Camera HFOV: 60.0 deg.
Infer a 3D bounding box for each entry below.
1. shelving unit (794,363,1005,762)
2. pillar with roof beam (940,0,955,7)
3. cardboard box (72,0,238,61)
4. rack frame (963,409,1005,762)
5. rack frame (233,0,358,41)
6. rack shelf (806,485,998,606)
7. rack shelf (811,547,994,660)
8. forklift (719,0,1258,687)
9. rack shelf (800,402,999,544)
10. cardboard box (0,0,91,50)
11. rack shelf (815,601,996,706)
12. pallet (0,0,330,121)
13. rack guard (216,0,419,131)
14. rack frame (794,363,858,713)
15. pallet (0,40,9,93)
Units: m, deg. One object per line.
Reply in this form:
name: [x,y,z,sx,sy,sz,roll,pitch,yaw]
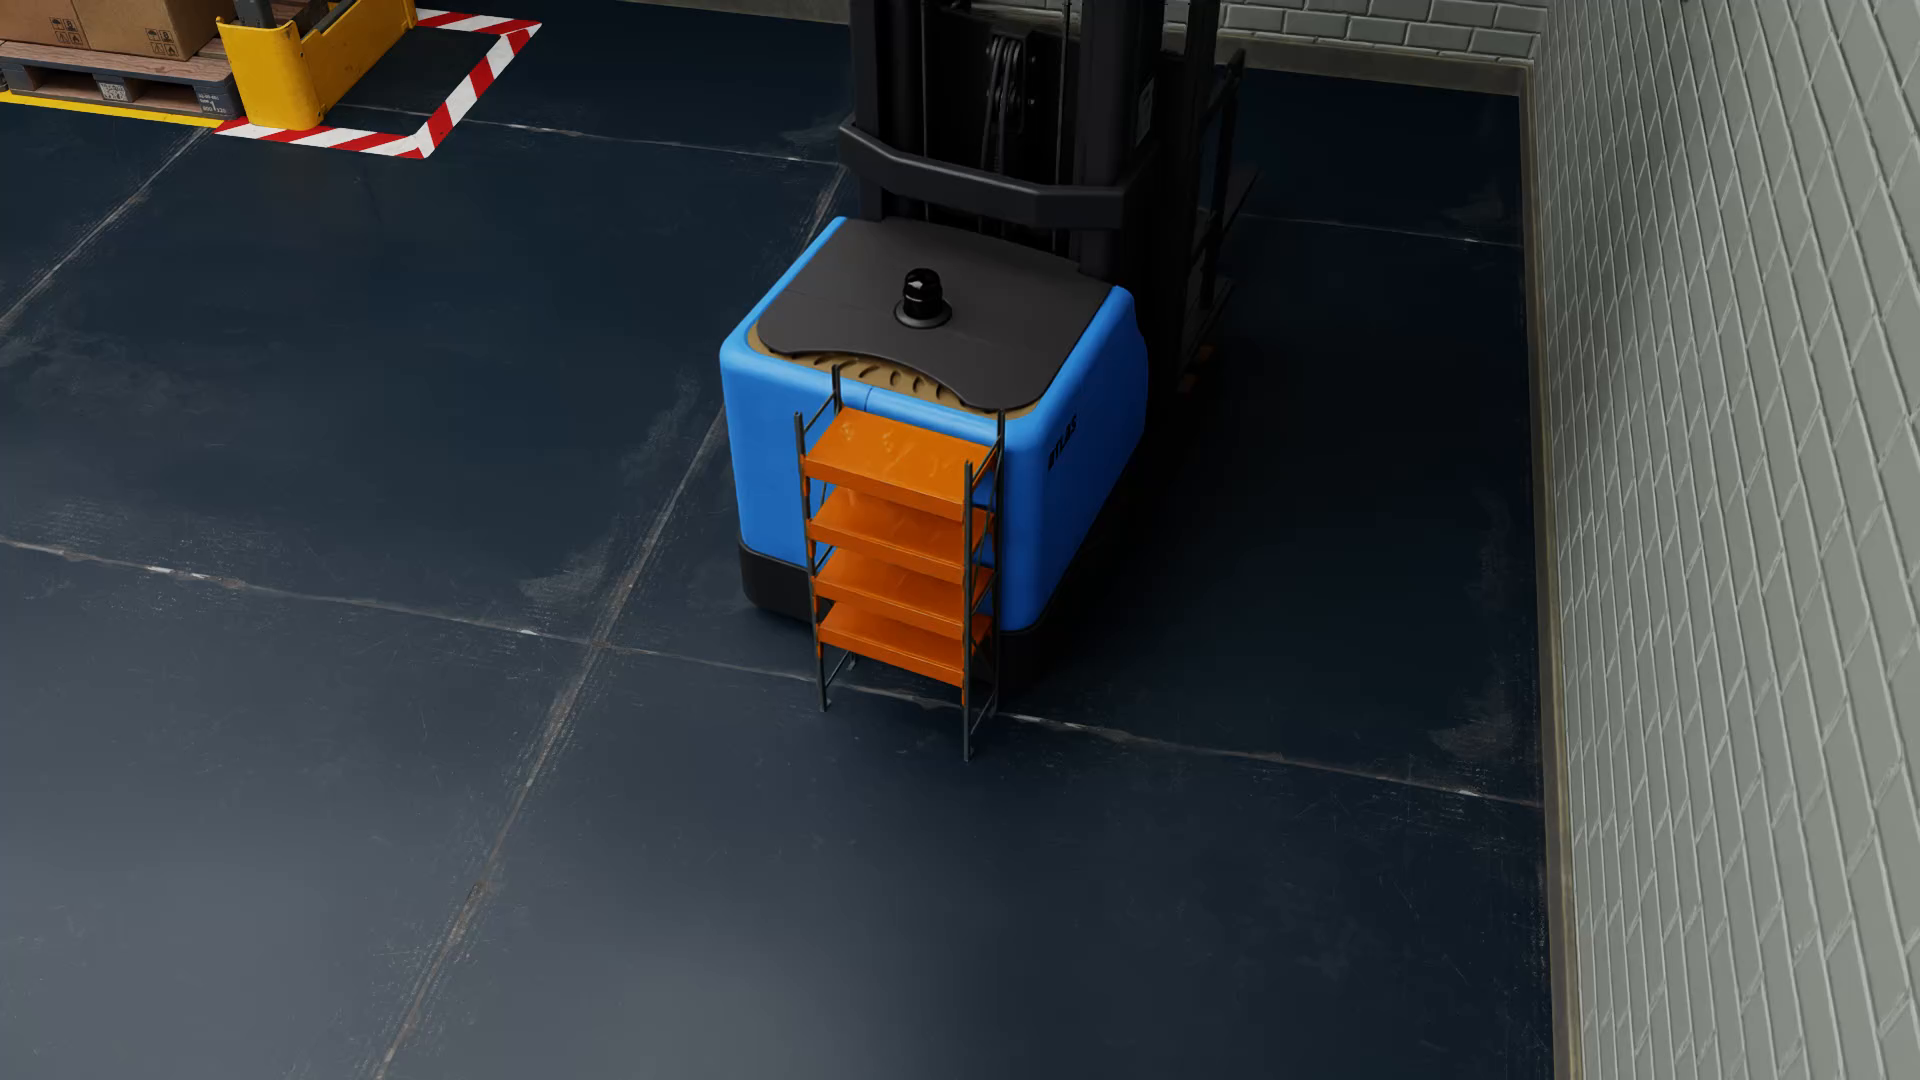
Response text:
shelving unit: [-0.158,0.097,4.784,0.503,1.200,0.258,17,46,17]
pillar with roof beam: [-1.192,-2.821,2.192,0.400,9.000,9.100,9,45,9]
cardboard box: [-3.781,-2.686,7.877,0.500,0.500,0.700,9,45,9]
rack frame: [0.065,0.164,4.714,0.015,1.200,0.240,17,46,17]
rack frame: [-3.076,-3.397,7.116,0.127,3.000,1.000,9,45,9]
rack shelf: [-0.158,-0.016,4.676,0.480,0.148,0.258,17,46,17]
rack shelf: [-0.158,0.145,4.831,0.480,0.148,0.258,17,46,17]
forklift: [0.346,-1.630,5.330,1.130,2.935,3.031,17,46,17]
rack shelf: [-0.158,-0.186,4.511,0.480,0.148,0.258,17,46,17]
cardboard box: [-4.269,-2.762,7.956,0.500,0.500,0.700,9,45,9]
rack shelf: [-0.158,0.289,4.968,0.480,0.148,0.258,17,46,17]
pallet: [-3.873,-2.460,8.154,1.213,0.211,1.003,9,45,9]
rack guard: [-3.052,-2.493,7.979,0.348,0.500,1.175,9,45,9]
rack frame: [-0.382,0.030,4.854,0.015,1.200,0.240,17,46,17]
pallet: [-5.060,-2.646,8.347,1.213,0.211,1.003,9,45,9]
